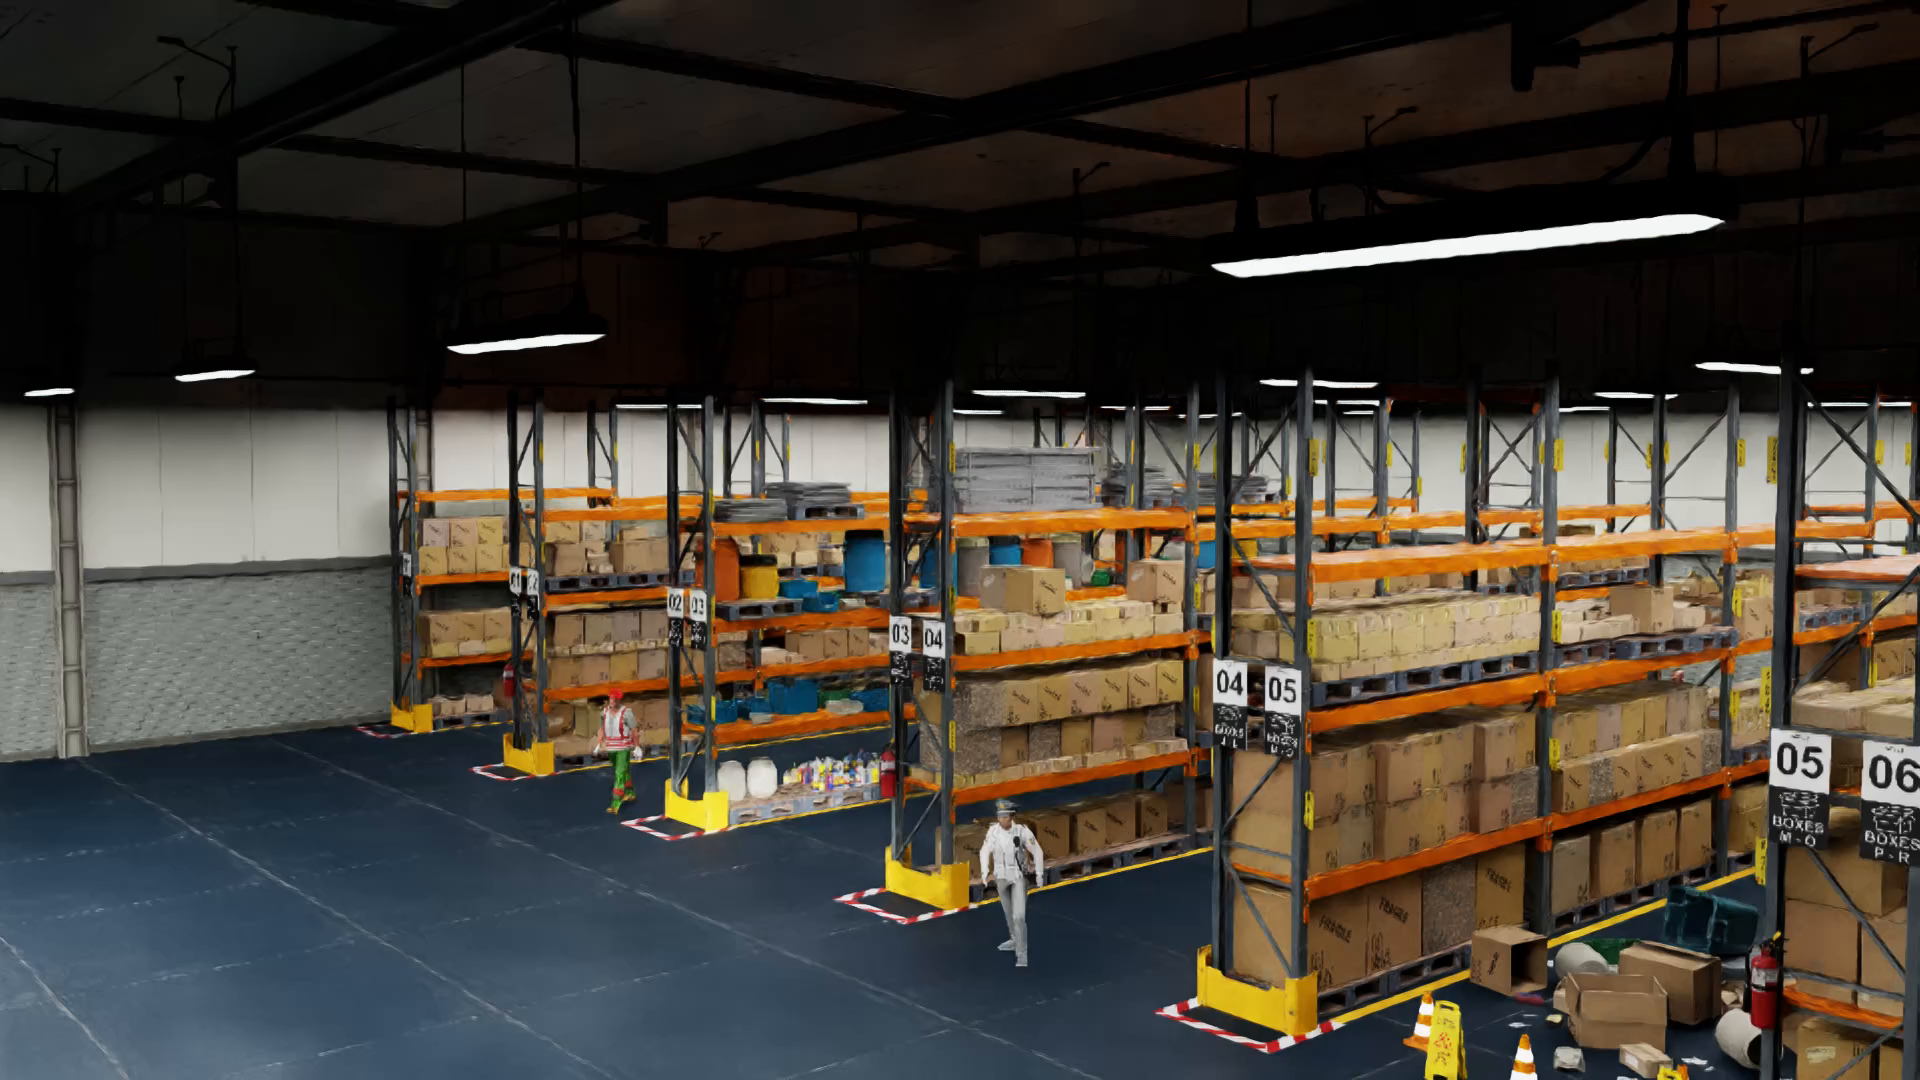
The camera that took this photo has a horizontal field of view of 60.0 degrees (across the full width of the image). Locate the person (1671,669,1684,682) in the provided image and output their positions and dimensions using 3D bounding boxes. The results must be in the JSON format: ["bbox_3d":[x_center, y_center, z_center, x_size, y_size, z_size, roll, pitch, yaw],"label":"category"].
[{"bbox_3d":[11.186,2.828,25.827,0.534,1.674,0.677,-3,4,-42],"label":"person"}]

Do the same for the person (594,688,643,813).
[{"bbox_3d":[-4.807,2.936,23.431,0.617,1.741,0.990,2,4,25],"label":"person"}]

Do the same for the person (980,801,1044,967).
[{"bbox_3d":[0.533,3.383,16.624,0.640,1.613,0.771,2,4,30],"label":"person"}]

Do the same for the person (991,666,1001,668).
[{"bbox_3d":[0.531,2.608,28.931,1.193,1.698,0.598,-3,4,-38],"label":"person"}]
